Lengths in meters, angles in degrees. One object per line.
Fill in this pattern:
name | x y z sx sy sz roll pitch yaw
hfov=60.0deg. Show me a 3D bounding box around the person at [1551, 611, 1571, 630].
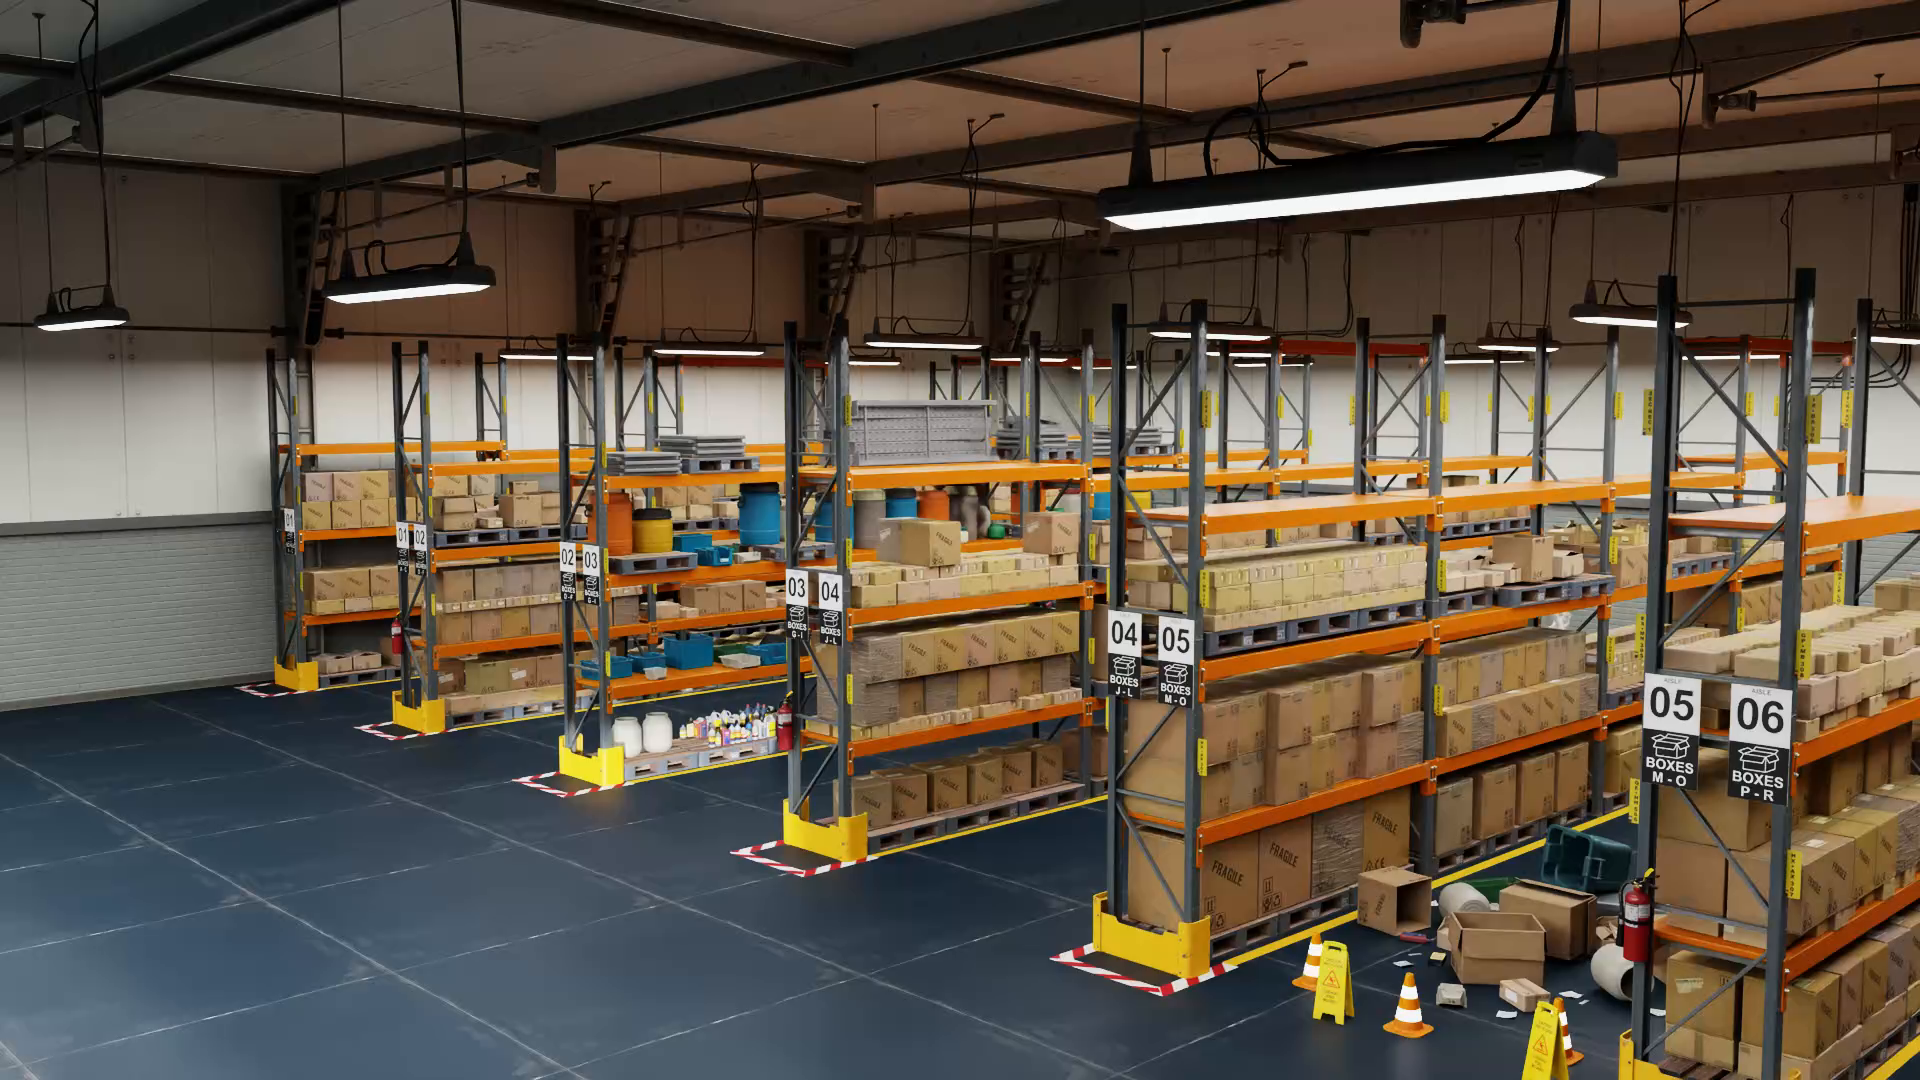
person | 11.030 1.719 30.578 0.392 1.662 0.767 2 5 21
